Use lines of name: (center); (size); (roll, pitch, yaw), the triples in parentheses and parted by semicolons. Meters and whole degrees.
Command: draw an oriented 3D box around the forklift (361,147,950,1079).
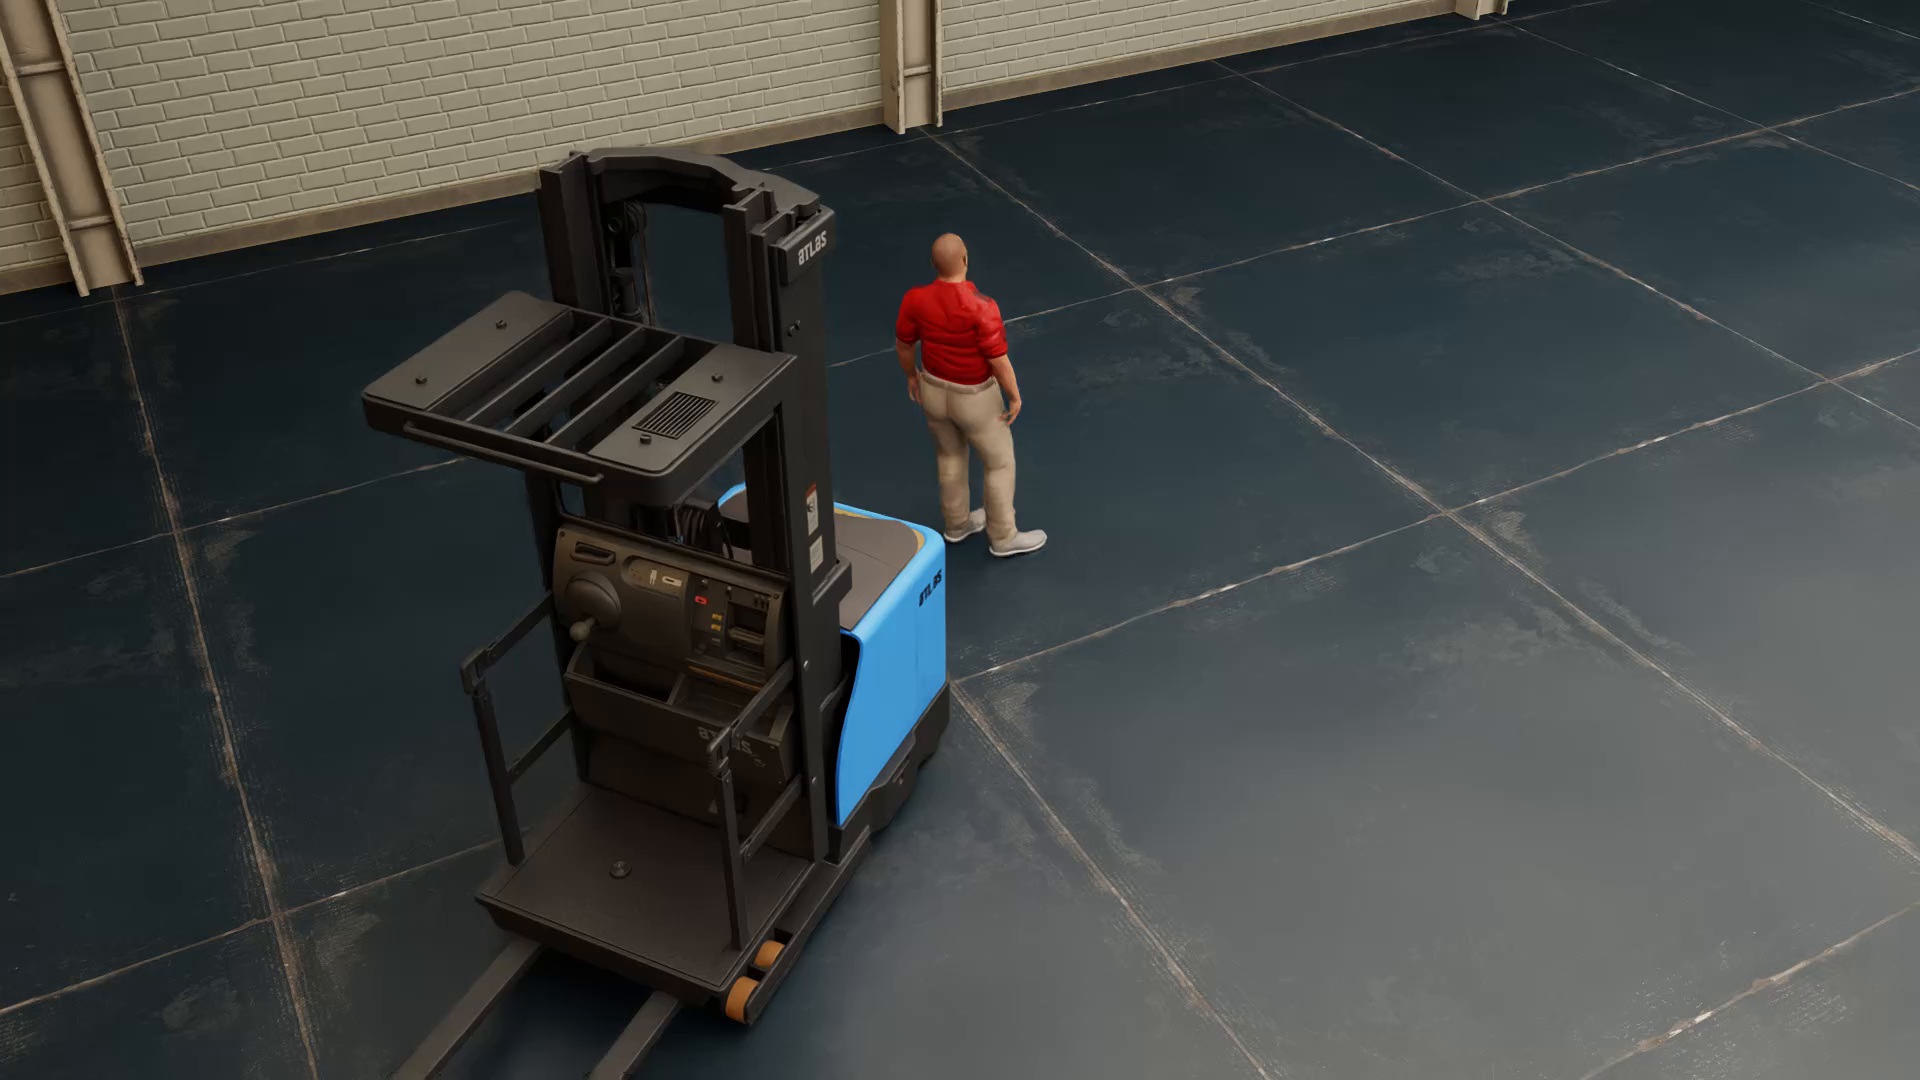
forklift: (-1.124, 0.296, 5.705); (1.130, 2.935, 3.031); (15, 38, 20)

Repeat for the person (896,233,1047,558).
person: (0.061, -0.716, 8.183); (0.743, 1.727, 0.421); (16, 38, 21)
